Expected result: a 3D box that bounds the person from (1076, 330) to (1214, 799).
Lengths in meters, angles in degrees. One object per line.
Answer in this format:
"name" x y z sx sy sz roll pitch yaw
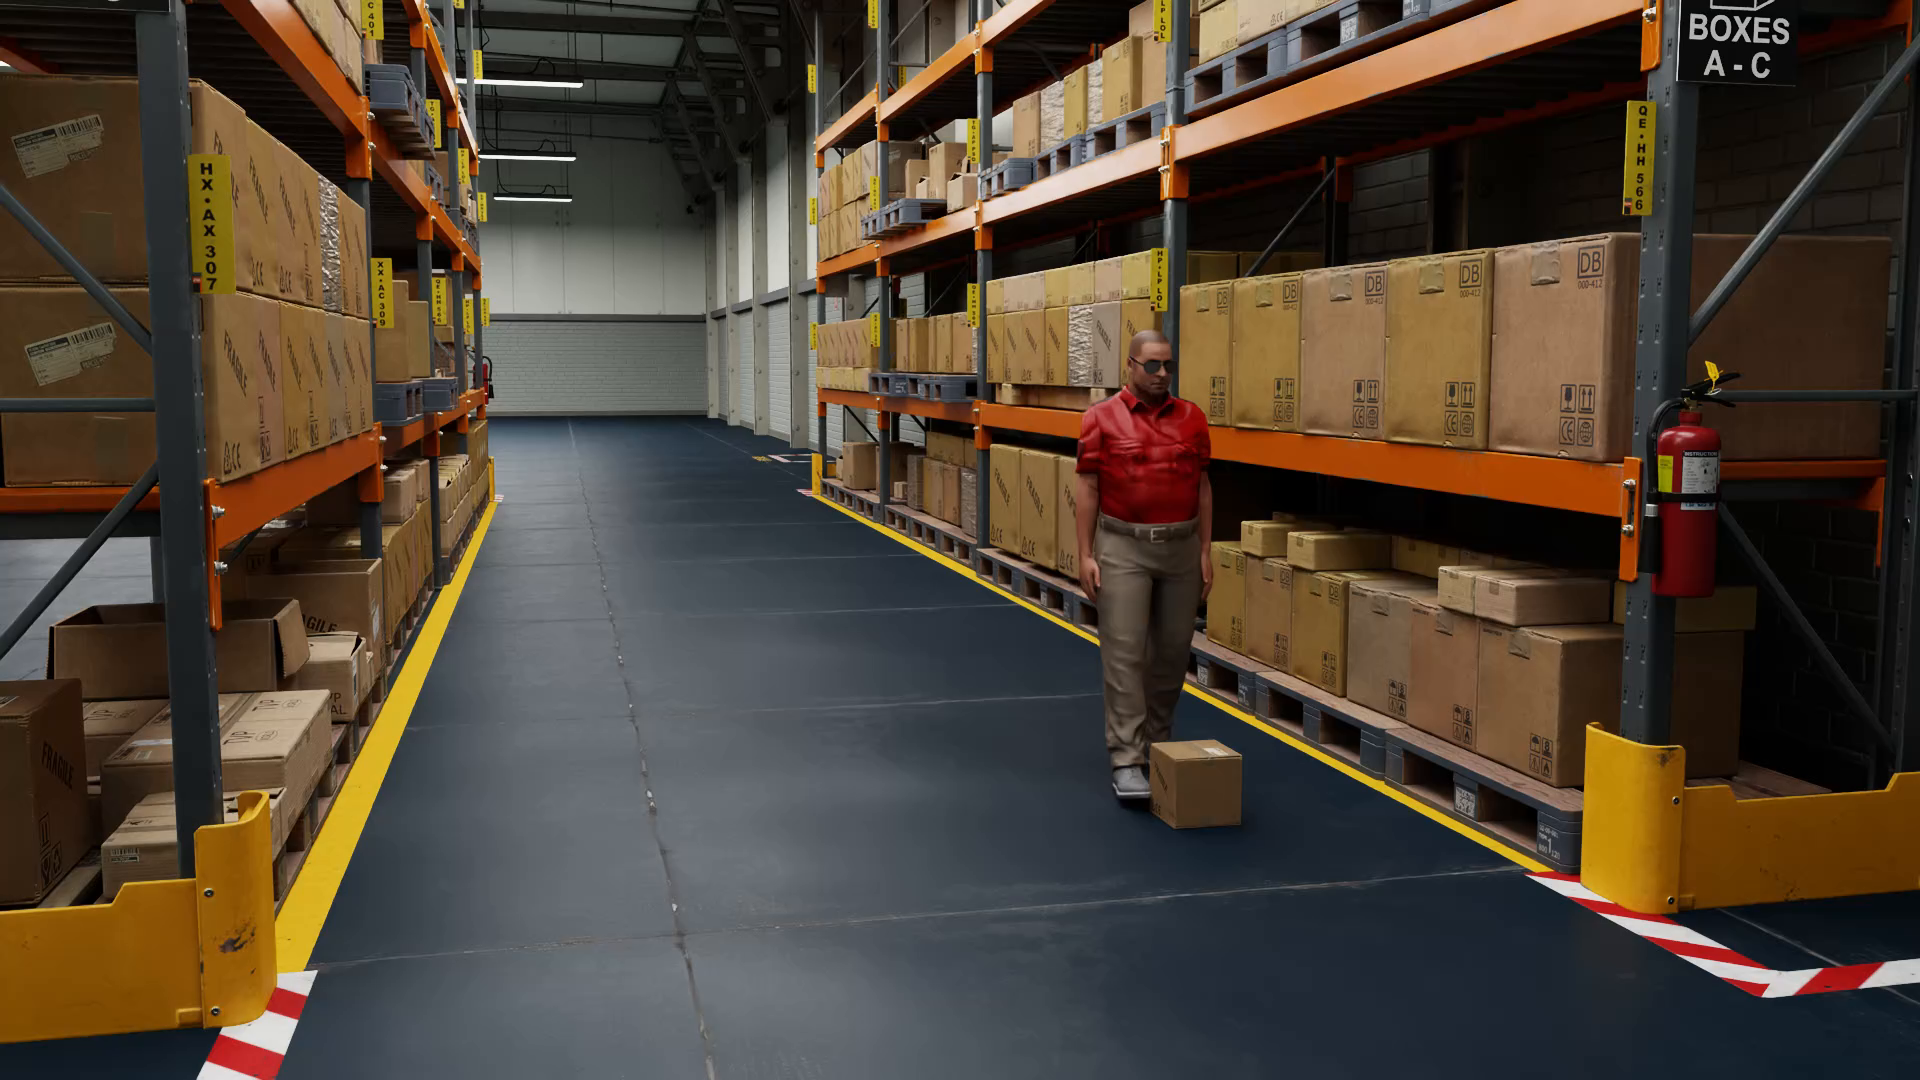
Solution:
"person" 0.726 0.082 6.243 0.550 1.730 0.653 -1 6 -13
